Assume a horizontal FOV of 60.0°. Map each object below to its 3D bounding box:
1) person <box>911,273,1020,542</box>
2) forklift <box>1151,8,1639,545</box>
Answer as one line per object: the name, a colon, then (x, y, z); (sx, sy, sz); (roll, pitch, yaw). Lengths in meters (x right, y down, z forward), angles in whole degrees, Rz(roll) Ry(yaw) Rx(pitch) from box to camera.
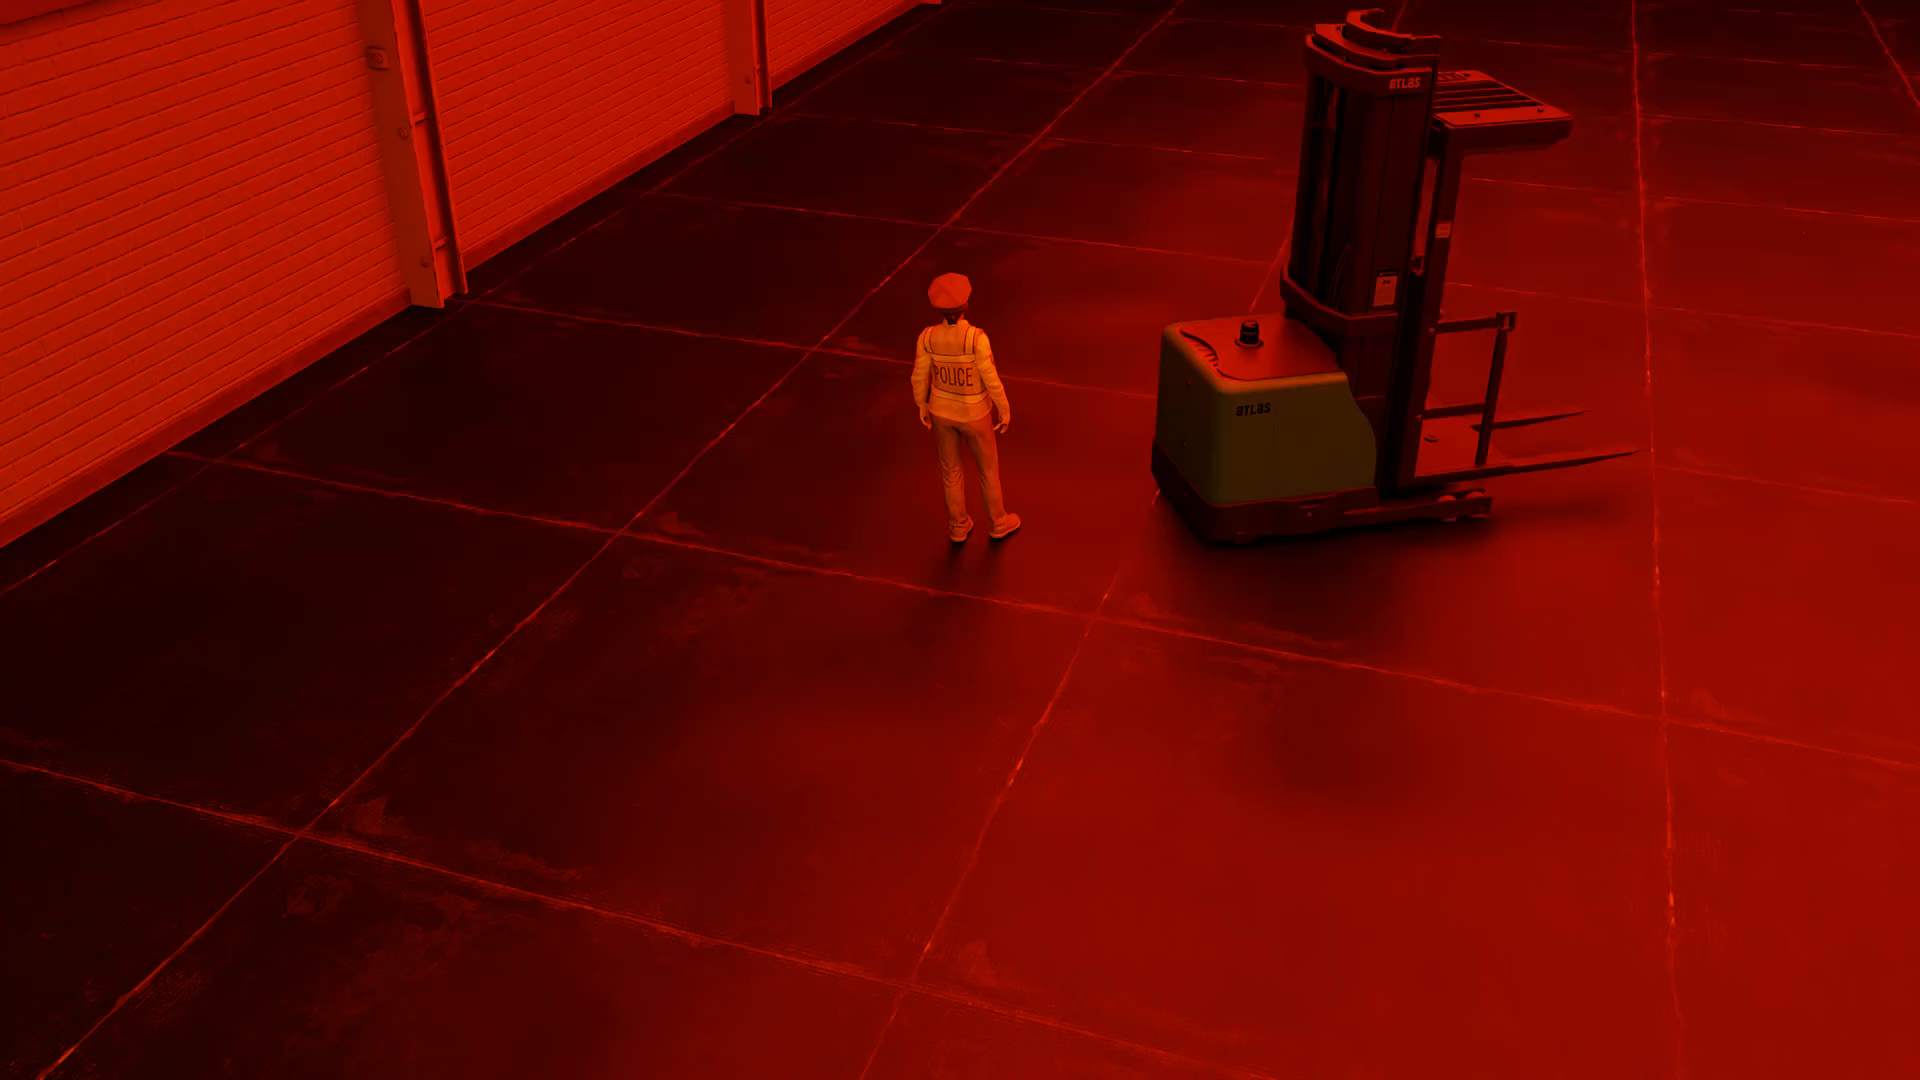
person: (0.029, -0.774, 9.727); (0.586, 1.694, 0.532); (10, 31, 16)
forklift: (2.806, -1.628, 9.993); (3.031, 2.935, 1.130); (-7, 30, -12)
